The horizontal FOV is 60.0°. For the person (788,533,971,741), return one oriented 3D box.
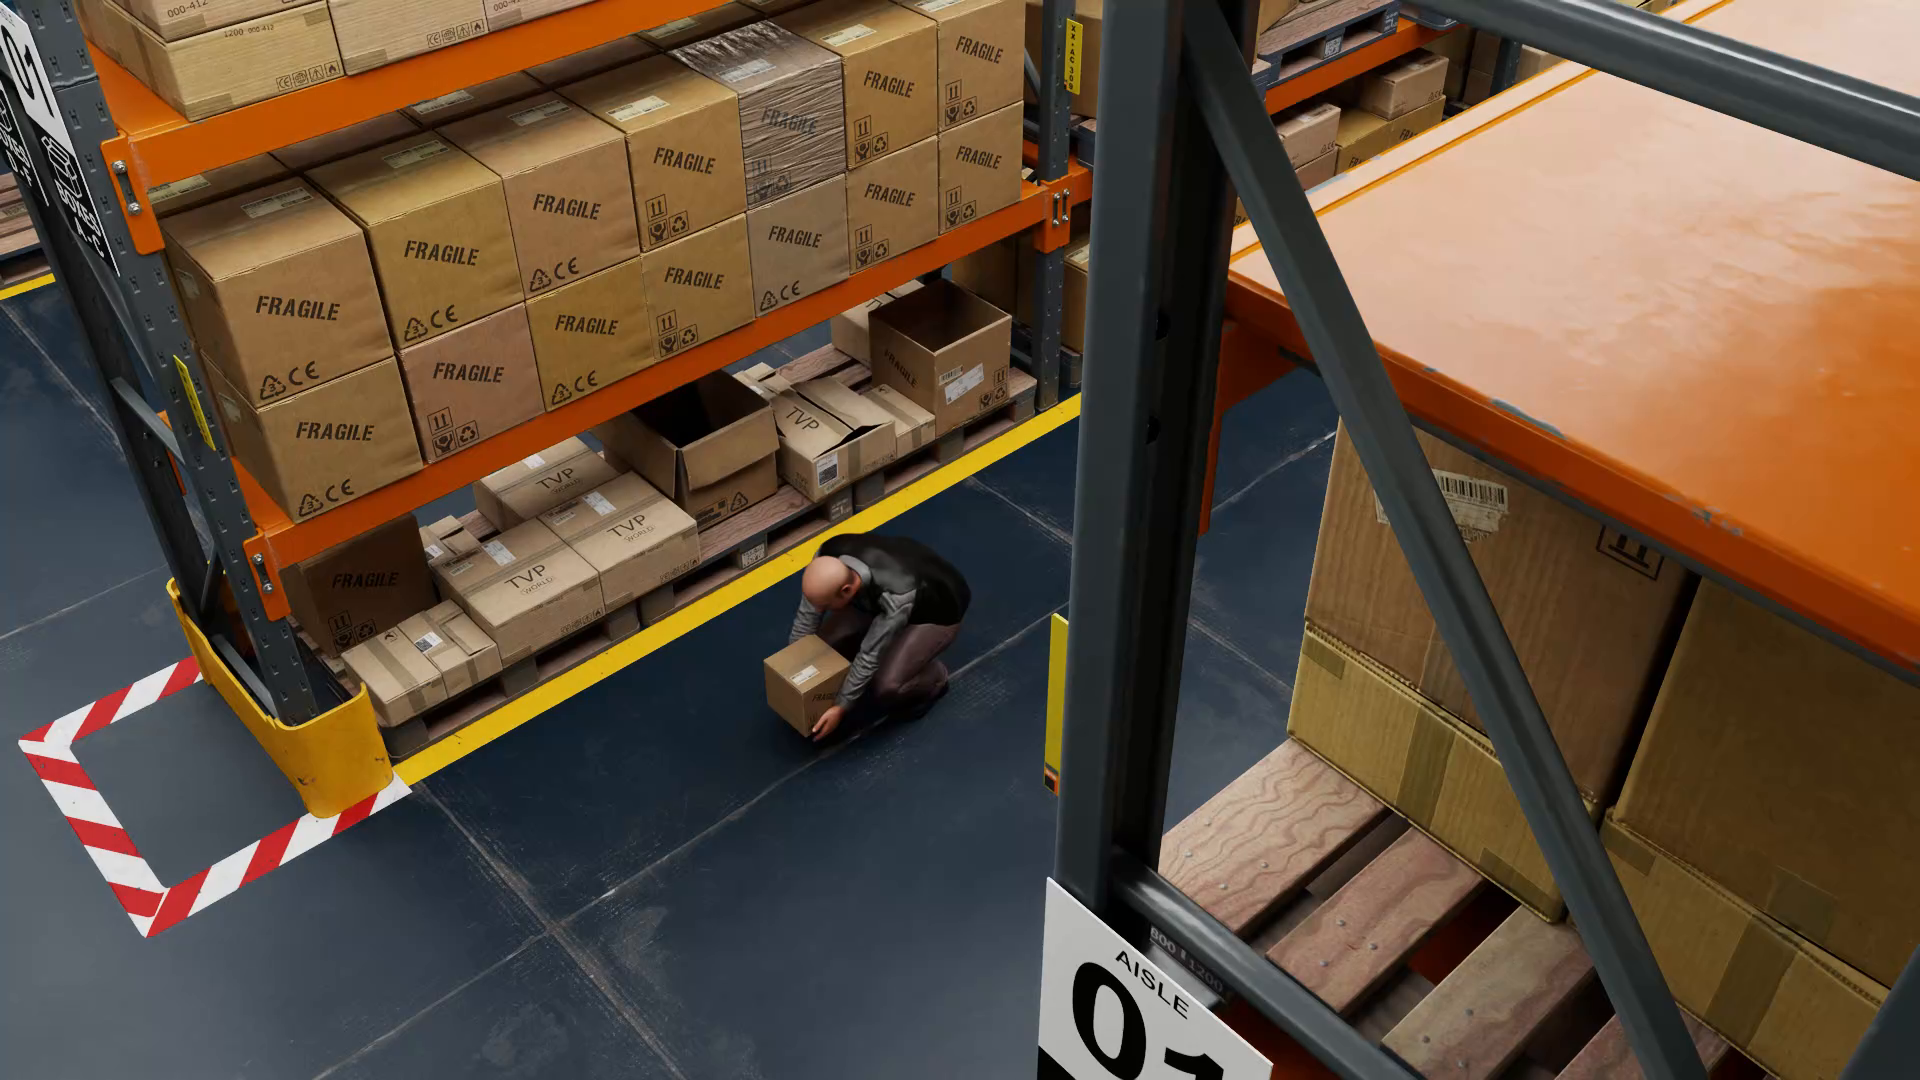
[{"bbox_3d":[-0.352,0.321,6.723,0.881,0.960,0.524,-31,49,-32],"label":"person"}]
